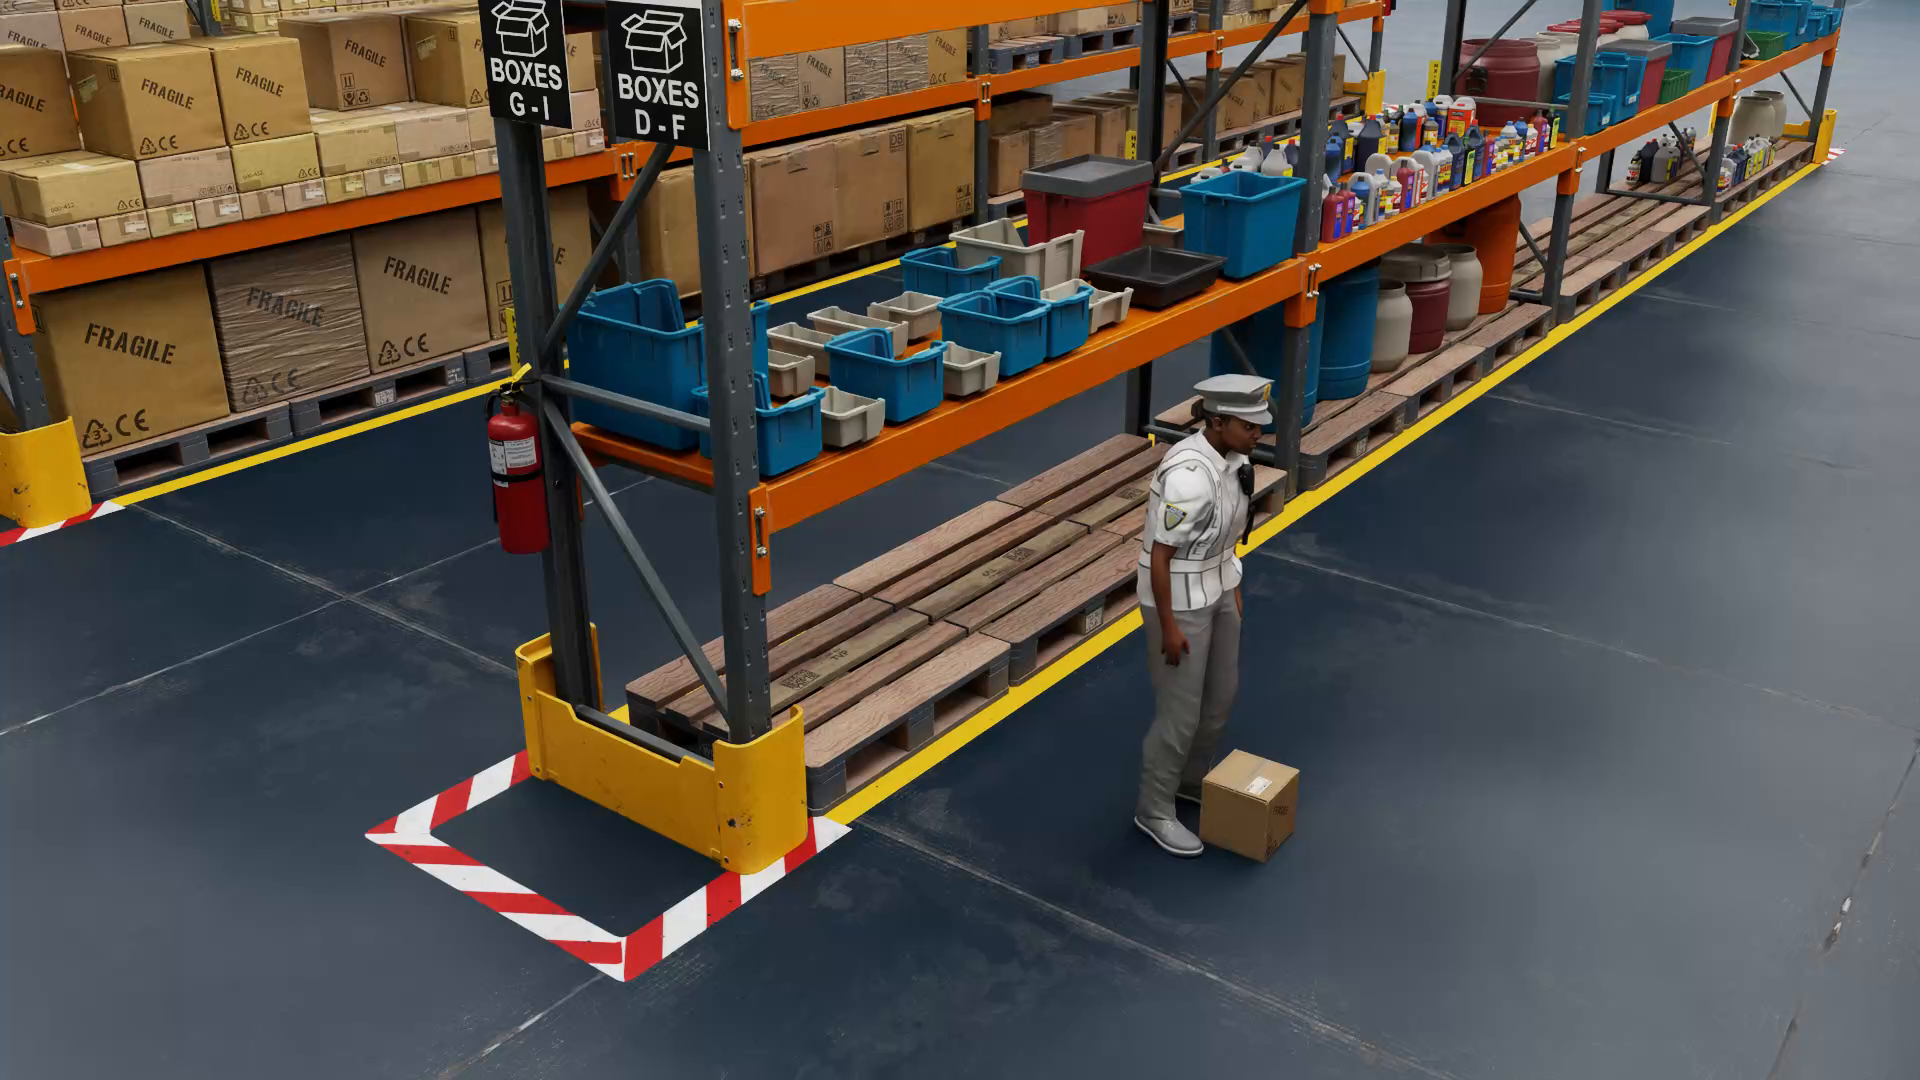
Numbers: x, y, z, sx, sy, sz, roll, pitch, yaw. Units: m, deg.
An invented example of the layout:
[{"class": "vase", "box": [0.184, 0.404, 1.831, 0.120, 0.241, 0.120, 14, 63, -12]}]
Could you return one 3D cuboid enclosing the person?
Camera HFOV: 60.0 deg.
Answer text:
[{"class": "person", "box": [0.811, 0.229, 5.650, 0.397, 1.656, 0.503, 17, 28, 33]}]
